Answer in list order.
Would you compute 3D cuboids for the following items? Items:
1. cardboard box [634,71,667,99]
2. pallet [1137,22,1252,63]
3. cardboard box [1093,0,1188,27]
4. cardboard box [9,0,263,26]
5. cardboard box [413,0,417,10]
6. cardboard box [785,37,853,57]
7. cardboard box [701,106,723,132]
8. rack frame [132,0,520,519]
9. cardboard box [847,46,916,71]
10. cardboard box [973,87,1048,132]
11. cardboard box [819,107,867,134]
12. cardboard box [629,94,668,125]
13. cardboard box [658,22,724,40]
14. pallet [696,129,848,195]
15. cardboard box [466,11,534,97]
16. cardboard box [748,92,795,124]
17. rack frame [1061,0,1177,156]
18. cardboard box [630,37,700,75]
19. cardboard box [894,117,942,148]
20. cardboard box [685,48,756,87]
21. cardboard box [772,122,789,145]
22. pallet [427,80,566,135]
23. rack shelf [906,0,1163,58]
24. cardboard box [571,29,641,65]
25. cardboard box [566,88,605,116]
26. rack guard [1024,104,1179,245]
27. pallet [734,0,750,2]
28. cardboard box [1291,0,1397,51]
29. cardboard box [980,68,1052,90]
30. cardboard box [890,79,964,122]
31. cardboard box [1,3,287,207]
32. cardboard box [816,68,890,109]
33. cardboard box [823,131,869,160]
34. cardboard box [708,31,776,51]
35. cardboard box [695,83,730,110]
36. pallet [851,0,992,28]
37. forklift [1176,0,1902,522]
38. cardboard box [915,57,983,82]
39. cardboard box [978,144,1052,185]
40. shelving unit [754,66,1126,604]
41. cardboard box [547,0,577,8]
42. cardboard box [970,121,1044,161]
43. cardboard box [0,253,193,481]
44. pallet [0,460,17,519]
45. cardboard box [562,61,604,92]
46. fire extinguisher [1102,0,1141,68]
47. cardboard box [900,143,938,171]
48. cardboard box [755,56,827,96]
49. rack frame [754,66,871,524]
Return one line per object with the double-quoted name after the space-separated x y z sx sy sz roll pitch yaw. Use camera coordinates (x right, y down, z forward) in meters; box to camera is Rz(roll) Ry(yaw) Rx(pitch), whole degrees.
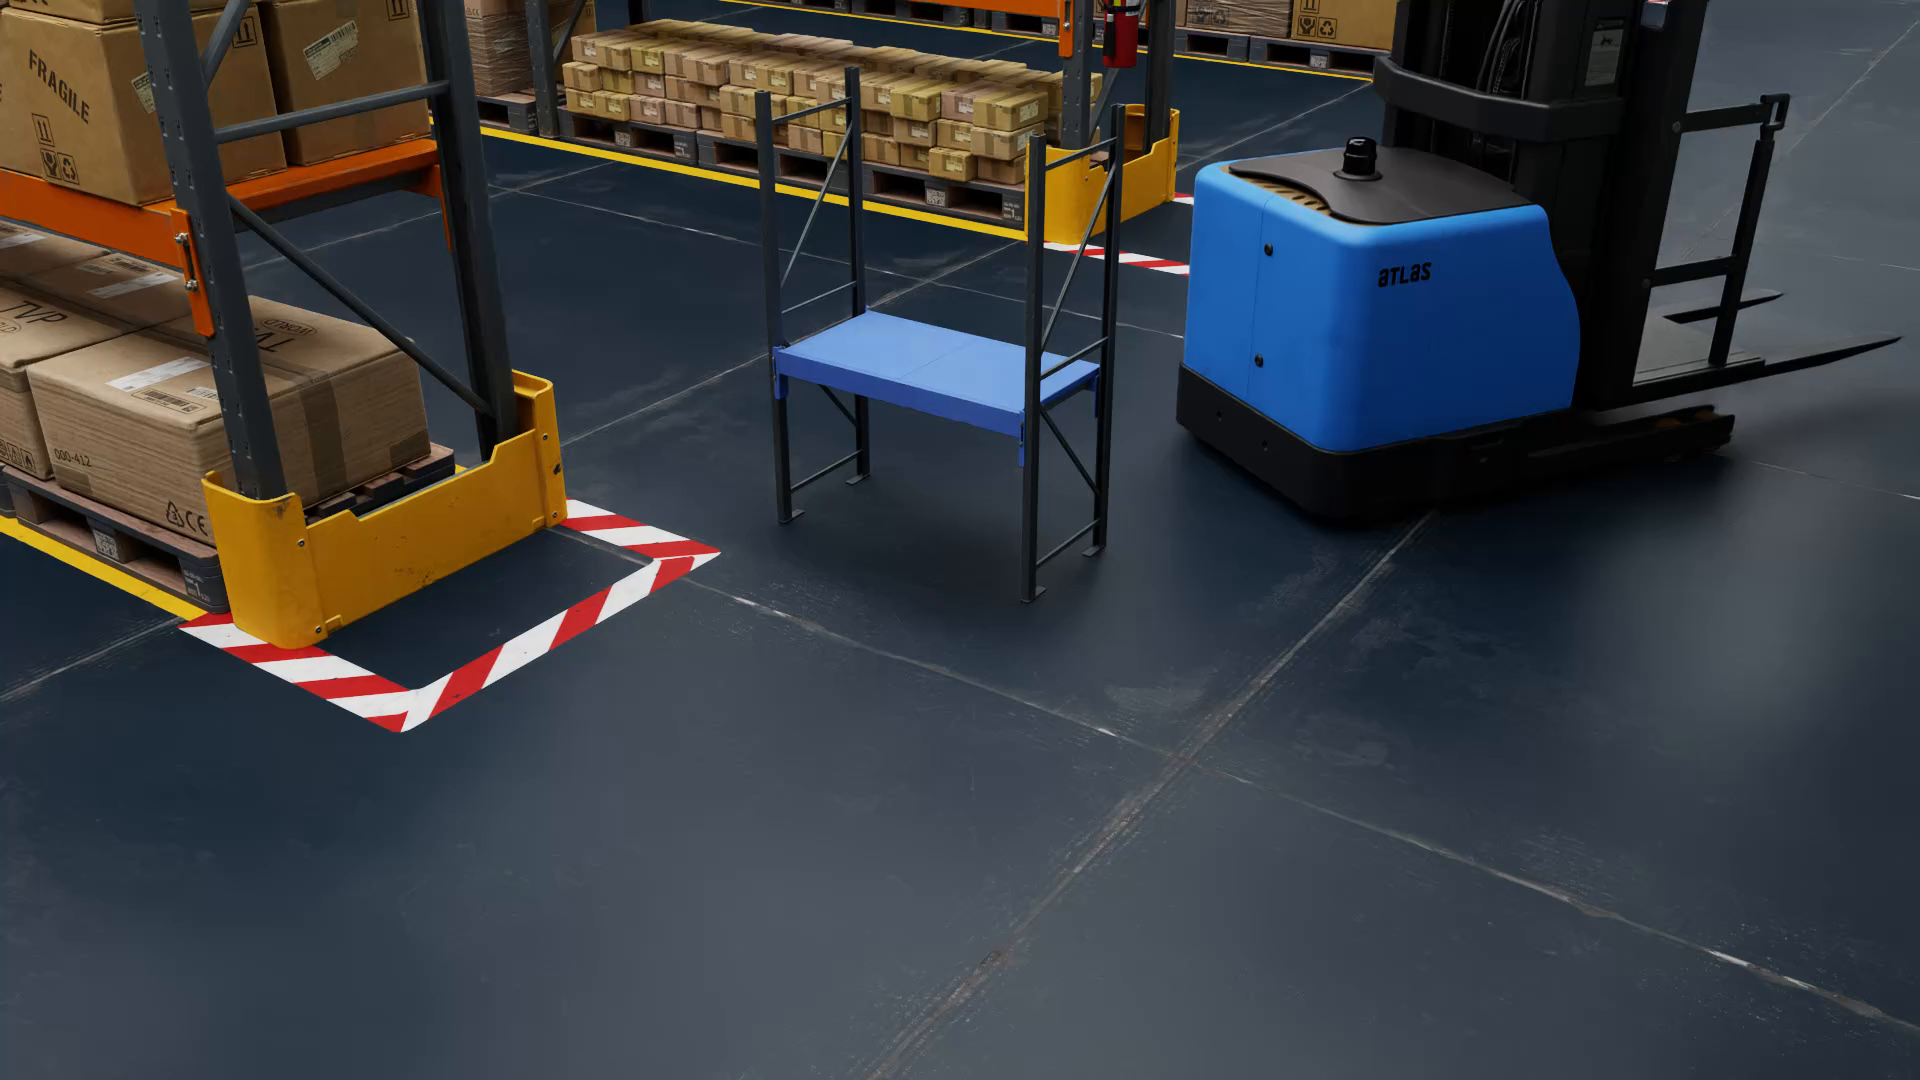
-1.841 -2.917 10.526 0.250 0.149 0.380 17 32 30 "cardboard box"
2.045 -4.209 13.788 1.213 0.211 1.003 17 32 30 "pallet"
1.693 -4.799 13.752 0.875 0.875 0.875 17 32 30 "cardboard box"
-2.393 -1.782 4.732 0.500 0.500 0.500 18 32 32 "cardboard box"
-3.612 -3.802 11.380 0.500 0.250 0.500 19 33 33 "cardboard box"
-0.882 -3.041 10.443 0.250 0.149 0.380 16 31 29 "cardboard box"
-1.388 -2.649 10.327 0.250 0.149 0.380 16 31 28 "cardboard box"
-1.861 -1.257 4.913 0.127 3.000 1.000 17 32 30 "rack frame"
-0.477 -2.908 10.180 0.250 0.149 0.380 18 32 31 "cardboard box"
0.278 -2.357 9.098 0.250 0.149 0.380 18 32 31 "cardboard box"
-0.602 -2.473 9.654 0.250 0.149 0.380 18 32 31 "cardboard box"
-1.867 -2.751 10.529 0.250 0.149 0.380 17 32 30 "cardboard box"
-1.765 -3.298 10.947 0.250 0.149 0.380 18 32 31 "cardboard box"
-0.856 -2.446 10.323 1.213 0.211 1.003 17 32 30 "pallet"
-3.192 -3.330 11.279 0.500 0.500 0.500 17 31 29 "cardboard box"
-1.045 -2.606 9.915 0.250 0.149 0.380 18 32 31 "cardboard box"
0.858 -3.134 8.600 0.127 3.000 1.000 17 32 30 "rack frame"
-1.842 -3.037 10.435 0.250 0.149 0.380 17 31 30 "cardboard box"
-0.168 -2.344 9.402 0.250 0.149 0.380 16 31 28 "cardboard box"
-1.451 -2.883 10.132 0.250 0.149 0.380 18 32 31 "cardboard box"
-0.969 -2.507 10.049 0.250 0.149 0.380 18 32 32 "cardboard box"
-3.082 -3.117 11.643 1.213 0.211 1.003 17 32 30 "pallet"
-0.790 -3.327 9.773 4.000 0.370 1.077 17 32 30 "rack shelf"
-2.272 -3.177 10.709 0.250 0.149 0.380 19 32 32 "cardboard box"
-2.321 -2.864 10.750 0.250 0.149 0.380 16 31 28 "cardboard box"
0.796 -2.039 9.206 0.348 0.500 1.175 17 32 30 "rack guard"
-2.237 -5.543 16.409 1.213 0.211 1.003 17 32 30 "pallet"
3.177 -4.337 12.844 0.875 0.875 0.875 17 32 30 "cardboard box"
0.323 -2.603 9.582 0.250 0.149 0.380 18 32 31 "cardboard box"
-0.182 -2.462 9.304 0.250 0.149 0.380 17 31 29 "cardboard box"
-2.409 -1.327 4.939 0.500 0.500 0.500 18 32 31 "cardboard box"
-0.612 -2.600 9.576 0.250 0.149 0.380 19 32 32 "cardboard box"
-0.589 -2.336 9.714 0.250 0.149 0.380 16 31 28 "cardboard box"
-1.386 -3.141 10.638 0.250 0.149 0.380 18 32 32 "cardboard box"
-1.406 -2.767 10.232 0.250 0.149 0.380 19 33 33 "cardboard box"
-0.226 -4.916 15.178 1.213 0.211 1.003 17 32 30 "pallet"
2.407 -1.806 6.067 3.031 2.935 1.130 -12 29 -22 "forklift"
-0.063 -2.748 9.867 0.250 0.149 0.380 16 31 28 "cardboard box"
0.306 -2.107 9.264 0.250 0.149 0.380 18 32 31 "cardboard box"
-0.070 -0.690 5.453 1.048 1.500 0.538 17 32 30 "shelving unit"
-2.899 -3.857 11.487 0.500 0.250 0.500 16 31 28 "cardboard box"
0.262 -2.212 9.141 0.250 0.149 0.380 16 31 29 "cardboard box"
-3.221 -0.666 6.114 0.875 0.438 0.875 18 32 32 "cardboard box"
-3.566 -0.504 6.508 1.213 0.211 1.003 17 32 30 "pallet"
-2.321 -2.997 10.685 0.250 0.149 0.380 19 33 33 "cardboard box"
0.804 -2.696 8.236 0.183 0.674 0.296 17 32 30 "fire extinguisher"
-0.132 -2.236 9.516 0.250 0.149 0.380 17 32 30 "cardboard box"
-0.999 -2.766 9.902 0.250 0.149 0.380 17 32 31 "cardboard box"
-0.489 -0.821 5.709 0.032 1.500 0.500 17 32 30 "rack frame"
